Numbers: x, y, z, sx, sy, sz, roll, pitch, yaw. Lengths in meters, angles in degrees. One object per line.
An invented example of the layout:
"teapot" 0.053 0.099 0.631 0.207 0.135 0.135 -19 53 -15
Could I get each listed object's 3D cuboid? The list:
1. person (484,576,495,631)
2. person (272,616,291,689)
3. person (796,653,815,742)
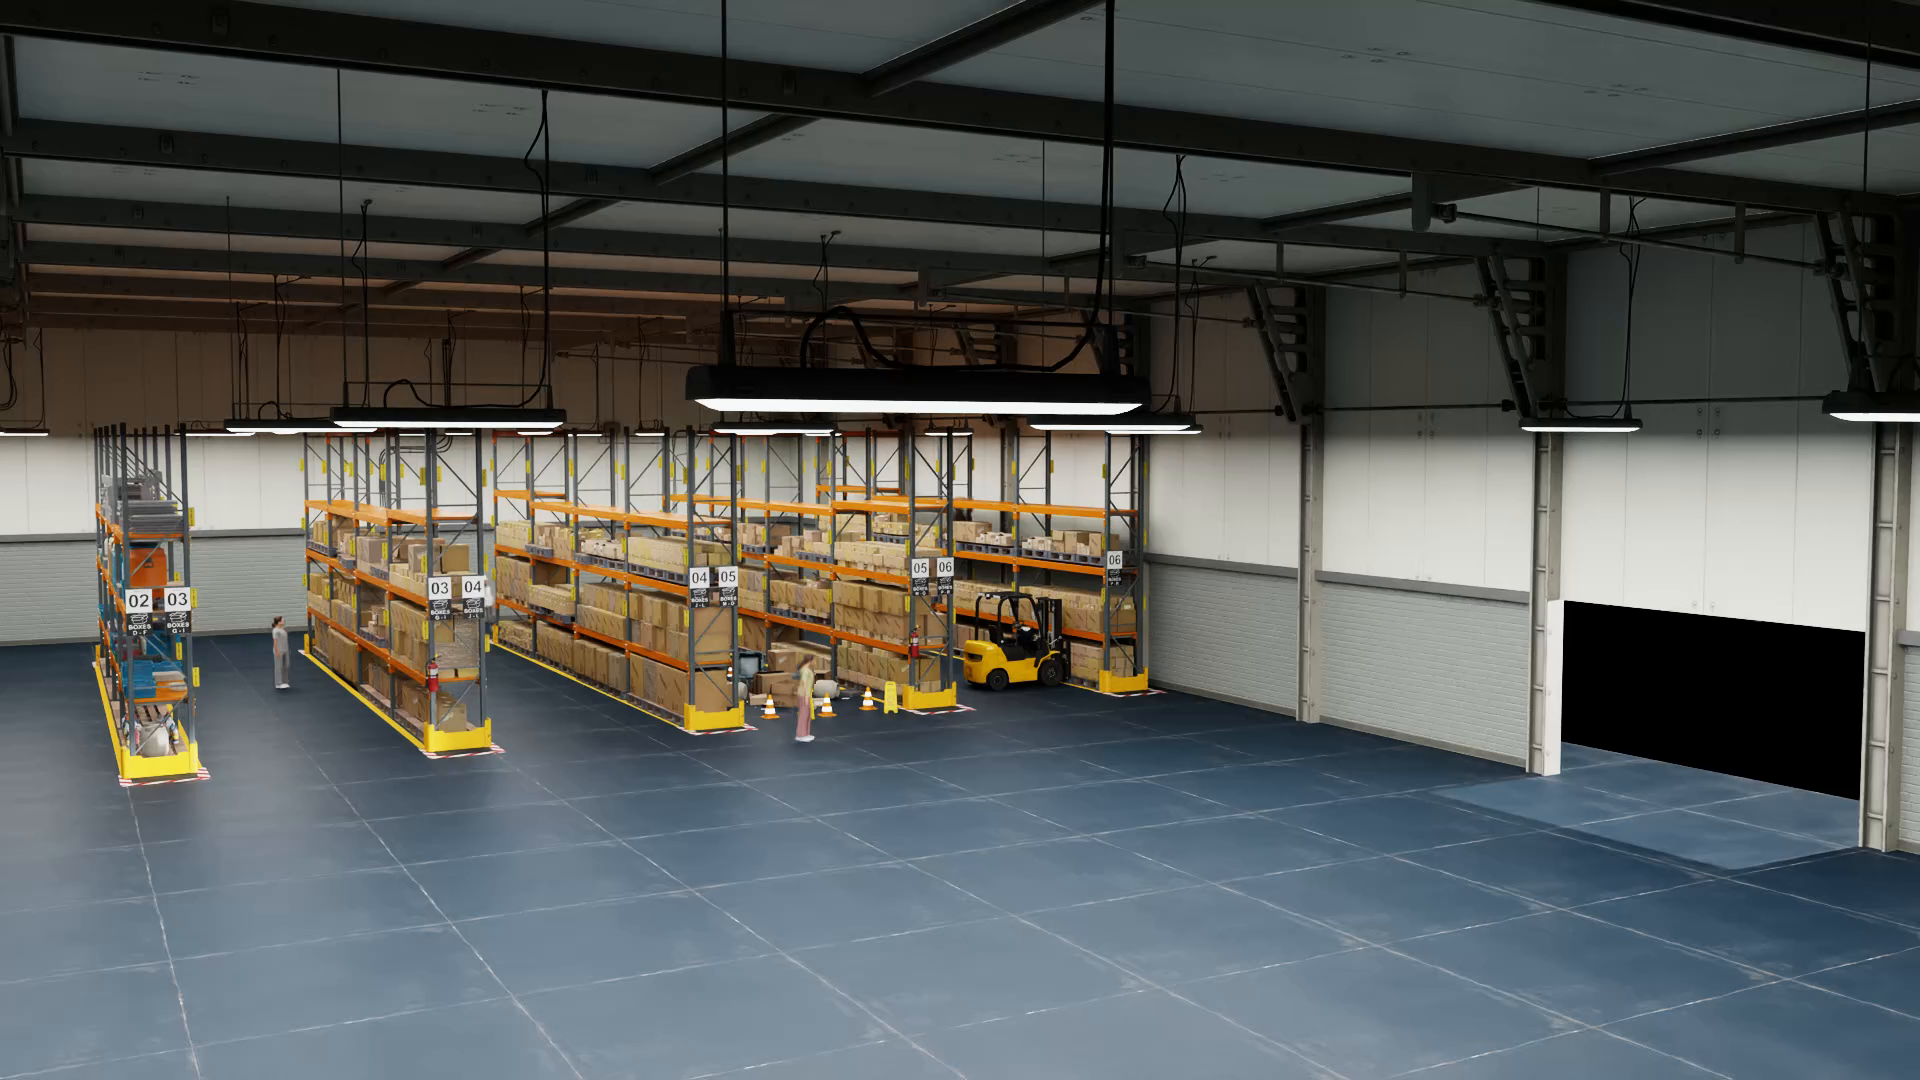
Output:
"person" -13.974 1.907 48.806 0.609 1.733 0.998 0 3 0
"person" -15.628 2.586 38.301 0.410 1.703 0.526 1 4 18
"person" -2.939 2.980 31.578 0.360 1.683 0.486 0 3 -3
